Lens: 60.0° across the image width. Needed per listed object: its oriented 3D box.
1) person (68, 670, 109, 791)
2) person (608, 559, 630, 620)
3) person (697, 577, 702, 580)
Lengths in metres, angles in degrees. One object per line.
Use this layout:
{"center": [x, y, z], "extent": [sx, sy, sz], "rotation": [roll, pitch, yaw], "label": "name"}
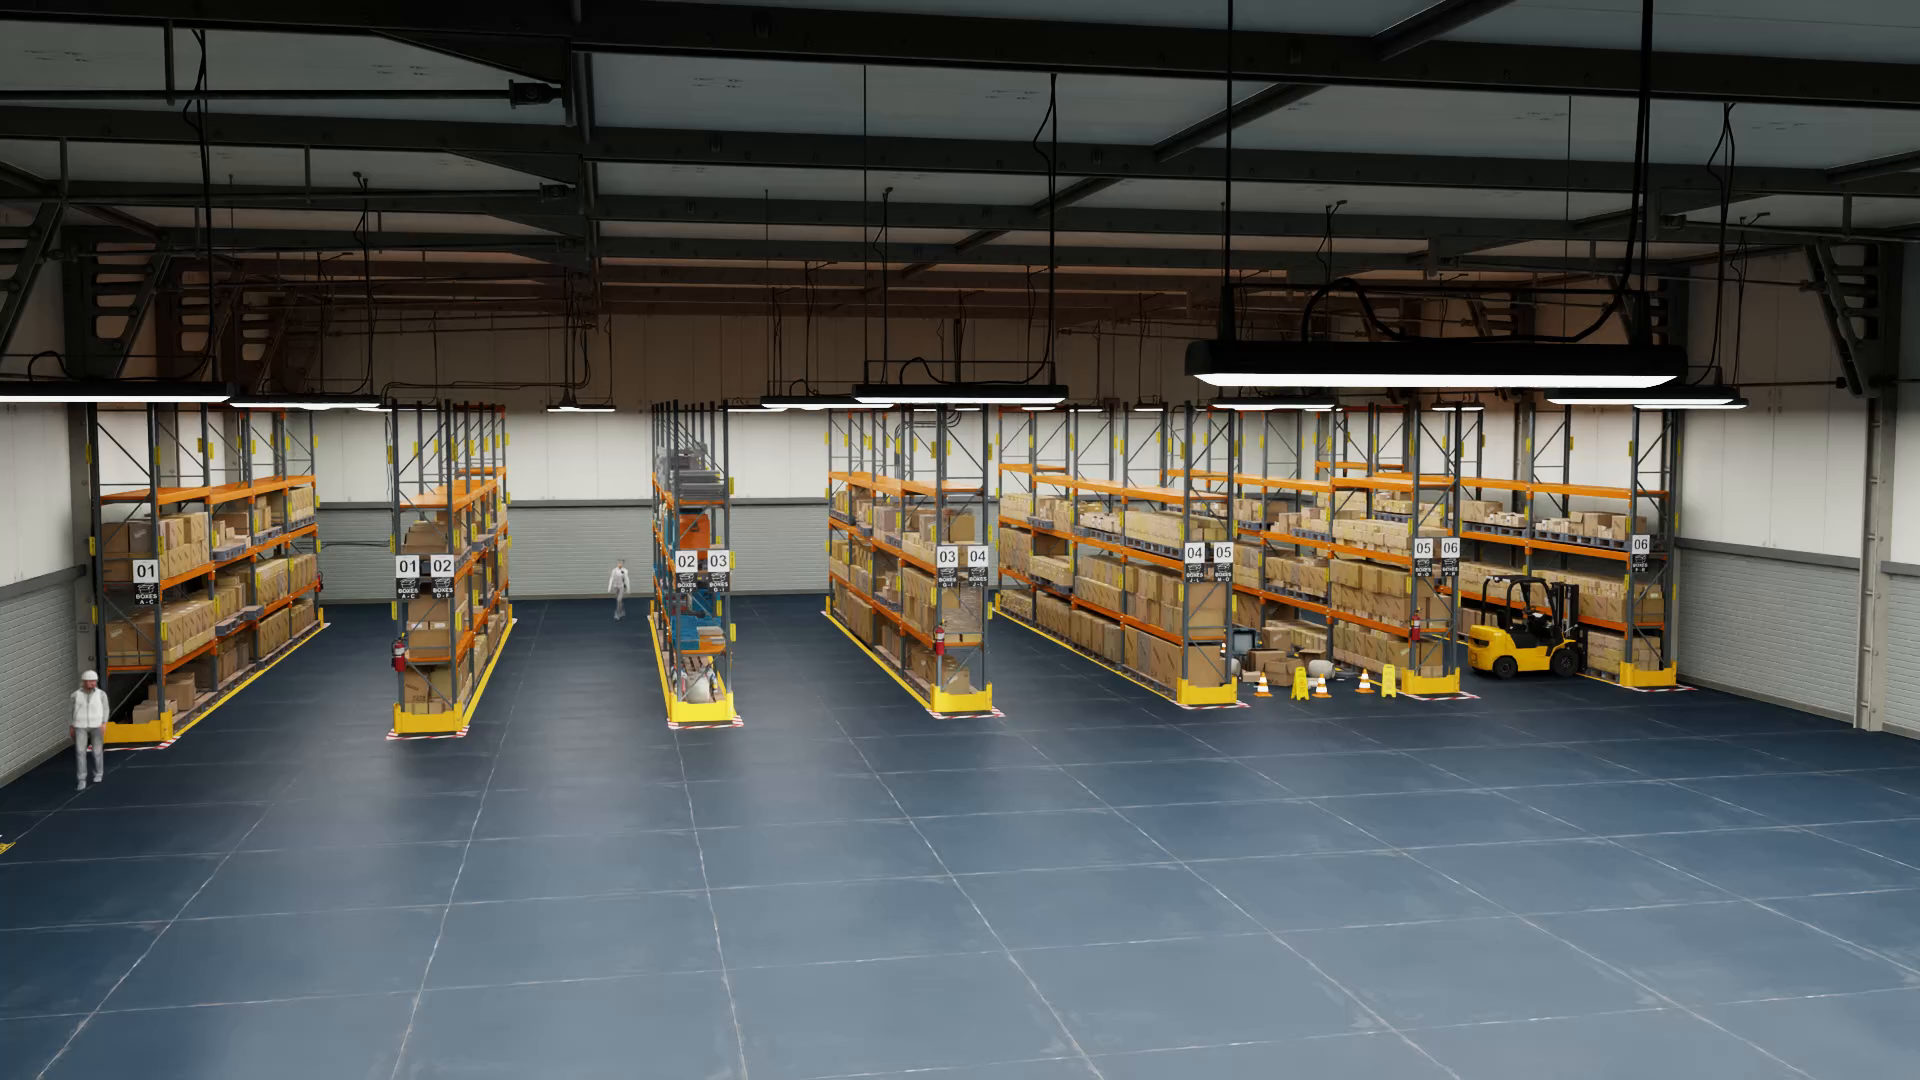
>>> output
{"center": [-13.450, 2.925, 25.688], "extent": [0.570, 1.775, 0.752], "rotation": [-2, 5, -27], "label": "person"}
{"center": [-9.617, 1.375, 46.776], "extent": [0.510, 1.706, 0.750], "rotation": [2, 5, 21], "label": "person"}
{"center": [-7.924, 1.149, 49.531], "extent": [0.487, 1.634, 0.997], "rotation": [-2, 5, -27], "label": "person"}
